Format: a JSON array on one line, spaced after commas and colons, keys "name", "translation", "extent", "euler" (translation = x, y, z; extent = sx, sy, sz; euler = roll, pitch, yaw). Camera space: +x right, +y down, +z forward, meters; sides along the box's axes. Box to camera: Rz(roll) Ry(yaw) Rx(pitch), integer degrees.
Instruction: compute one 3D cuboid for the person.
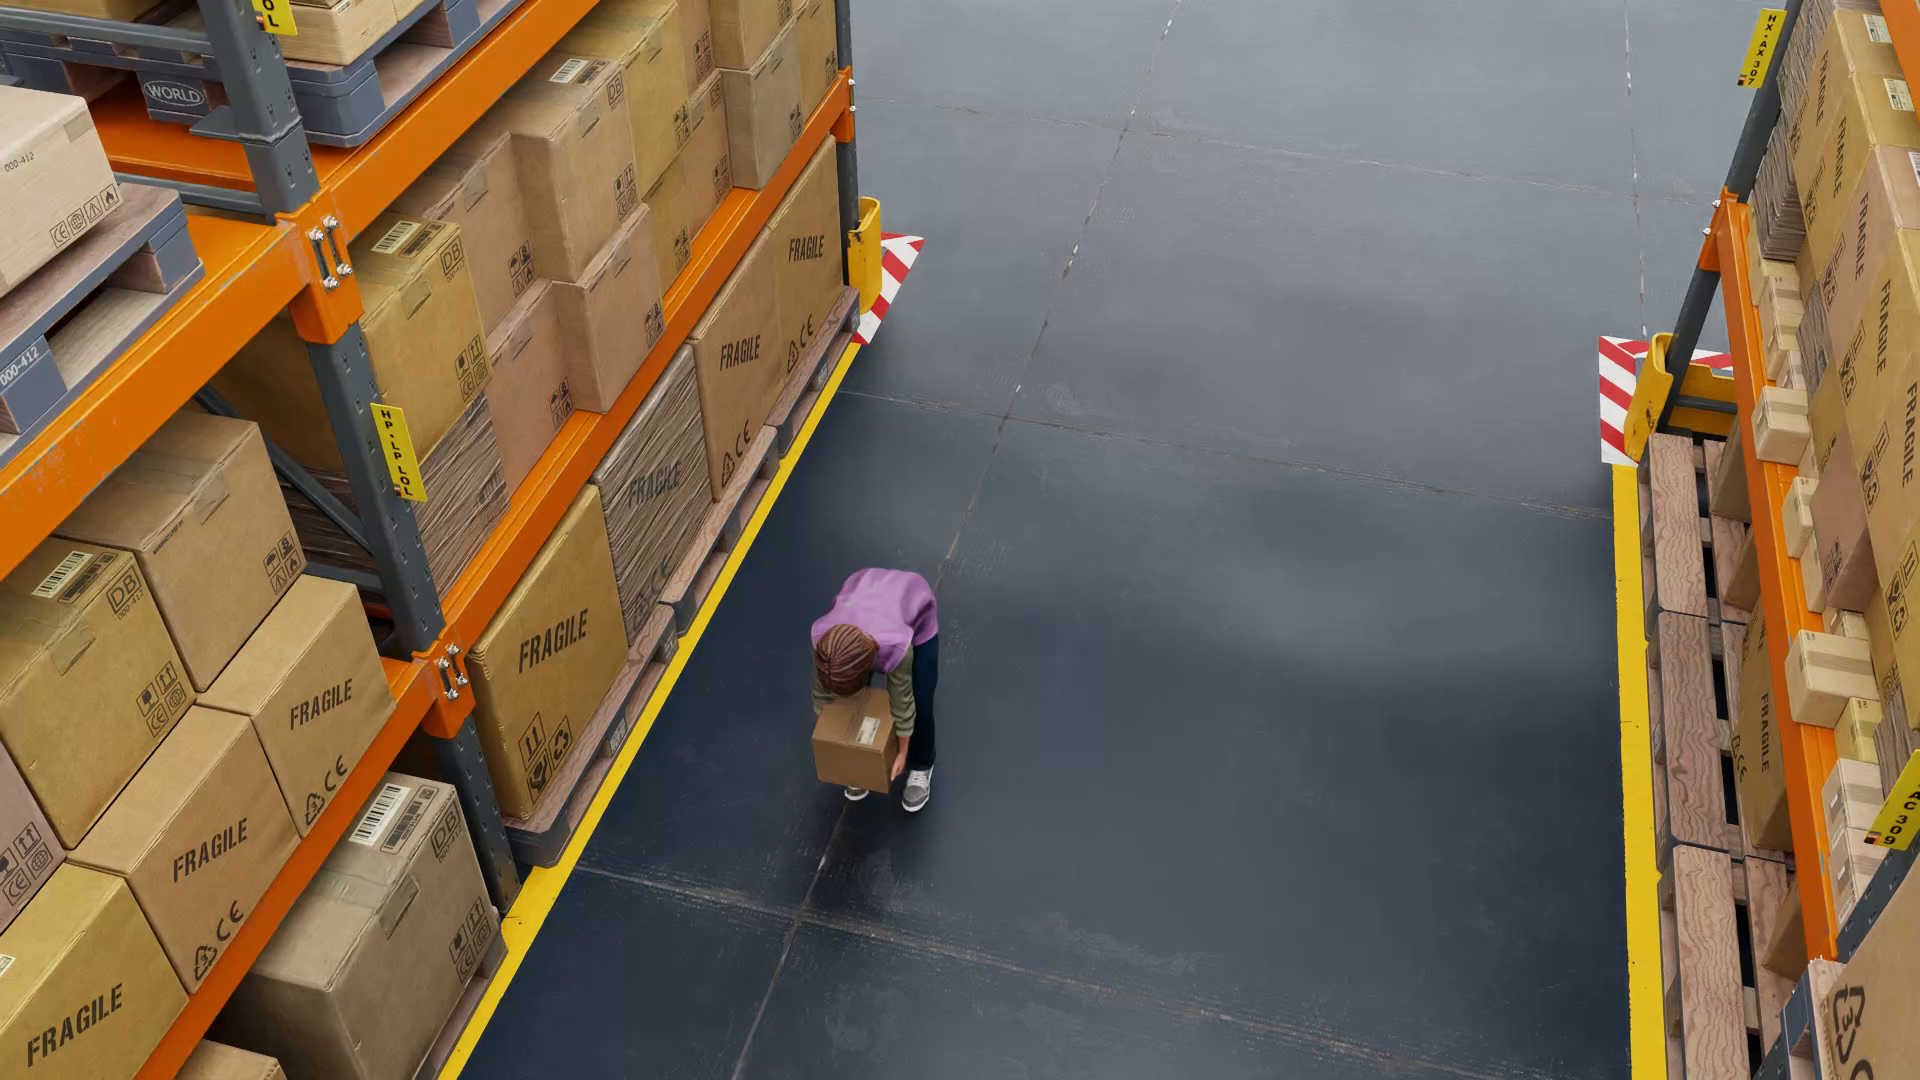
[{"name": "person", "translation": [-0.309, 0.577, 5.783], "extent": [0.380, 1.248, 0.810], "euler": [9, 42, 10]}]
